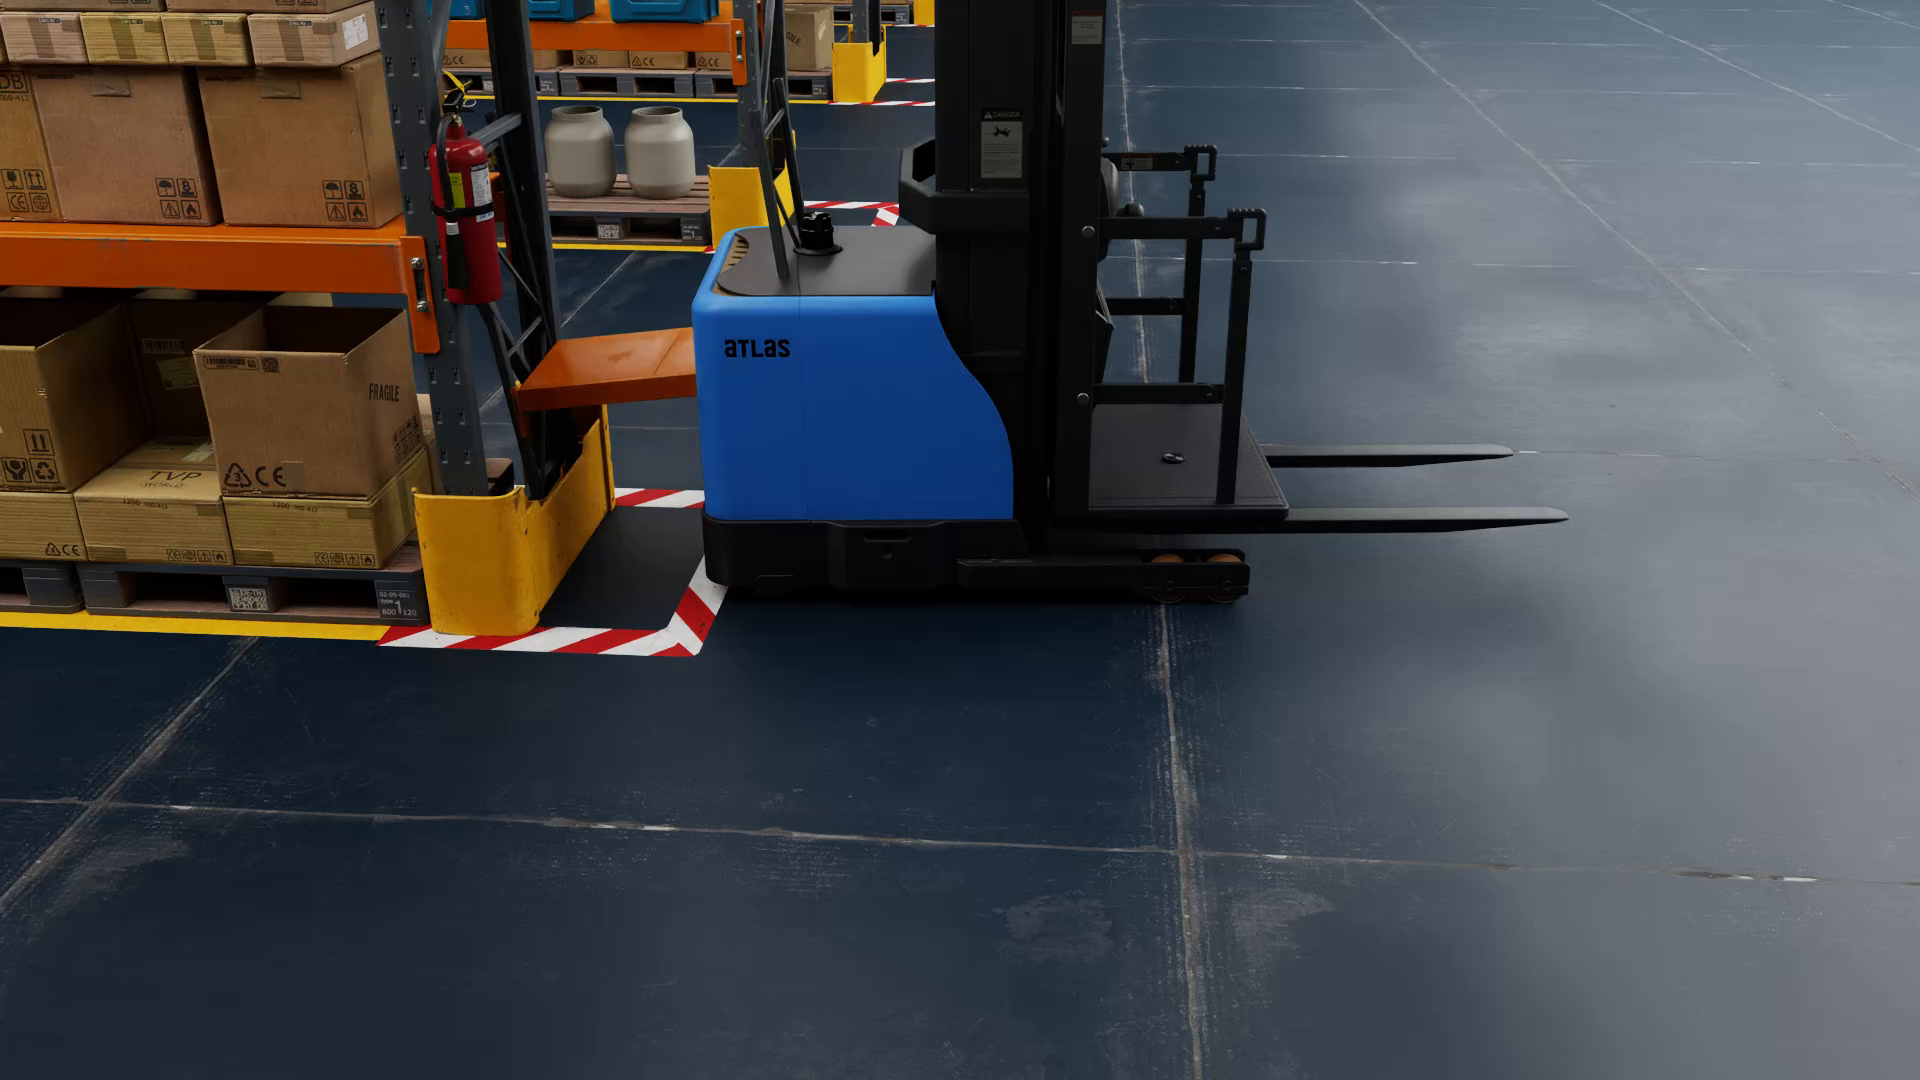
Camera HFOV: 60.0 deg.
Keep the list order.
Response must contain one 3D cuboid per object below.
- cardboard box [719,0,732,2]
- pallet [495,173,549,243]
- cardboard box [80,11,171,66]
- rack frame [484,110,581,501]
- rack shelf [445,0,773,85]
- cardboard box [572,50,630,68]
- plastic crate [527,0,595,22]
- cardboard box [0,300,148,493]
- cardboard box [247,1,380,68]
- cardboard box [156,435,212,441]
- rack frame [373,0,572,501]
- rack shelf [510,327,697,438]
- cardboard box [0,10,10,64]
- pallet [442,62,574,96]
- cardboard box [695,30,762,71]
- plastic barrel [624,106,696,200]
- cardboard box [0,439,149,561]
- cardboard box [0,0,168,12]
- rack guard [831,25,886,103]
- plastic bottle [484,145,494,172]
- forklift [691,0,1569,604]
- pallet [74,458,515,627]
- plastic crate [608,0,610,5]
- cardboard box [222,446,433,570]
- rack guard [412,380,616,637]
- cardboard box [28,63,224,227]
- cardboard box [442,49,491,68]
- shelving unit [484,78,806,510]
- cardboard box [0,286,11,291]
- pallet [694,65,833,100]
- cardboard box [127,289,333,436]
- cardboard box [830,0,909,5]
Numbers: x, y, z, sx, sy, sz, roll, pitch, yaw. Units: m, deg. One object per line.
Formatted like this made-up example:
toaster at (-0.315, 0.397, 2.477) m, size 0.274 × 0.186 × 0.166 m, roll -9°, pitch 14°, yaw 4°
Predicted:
cardboard box at (-2.809, -6.759, 19.351) m, size 0.875 × 0.875 × 0.875 m, roll 2°, pitch 25°, yaw 4°
pallet at (-3.303, -2.138, 10.605) m, size 1.213 × 0.211 × 1.003 m, roll 2°, pitch 25°, yaw 4°
cardboard box at (-2.496, -1.578, 5.157) m, size 0.250 × 0.149 × 0.380 m, roll 1°, pitch 25°, yaw 3°
rack frame at (-1.548, -0.712, 5.888) m, size 0.032 × 1.500 × 0.500 m, roll -5°, pitch 26°, yaw 7°
rack shelf at (-3.195, -3.091, 10.201) m, size 4.000 × 0.370 × 1.077 m, roll 2°, pitch 25°, yaw 4°
cardboard box at (-3.218, -4.569, 15.041) m, size 0.500 × 0.500 × 0.500 m, roll 0°, pitch 25°, yaw -1°
plastic crate at (-2.370, -3.200, 9.756) m, size 0.408 × 0.251 × 0.499 m, roll 2°, pitch 25°, yaw 4°
cardboard box at (-3.140, -0.490, 5.579) m, size 0.500 × 0.500 × 0.500 m, roll 2°, pitch 25°, yaw 4°
cardboard box at (-1.980, -1.562, 5.122) m, size 0.250 × 0.149 × 0.380 m, roll 1°, pitch 25°, yaw 3°
cardboard box at (-2.601, -0.355, 6.182) m, size 0.500 × 0.250 × 0.500 m, roll 2°, pitch 25°, yaw 4°
rack frame at (-1.584, -1.289, 5.425) m, size 0.127 × 3.000 × 1.000 m, roll 2°, pitch 25°, yaw 4°
rack shelf at (-1.022, -0.593, 5.910) m, size 1.000 × 0.185 × 0.538 m, roll -5°, pitch 26°, yaw 7°
cardboard box at (-3.008, -1.595, 5.194) m, size 0.250 × 0.149 × 0.380 m, roll 3°, pitch 25°, yaw 6°
pallet at (-4.138, -4.272, 15.244) m, size 1.213 × 0.211 × 1.003 m, roll 2°, pitch 25°, yaw 4°
cardboard box at (-2.042, -4.505, 14.901) m, size 0.500 × 0.500 × 0.500 m, roll 8°, pitch 26°, yaw 18°
plastic barrel at (-1.863, -2.403, 10.320) m, size 0.421 × 0.512 × 0.421 m, roll 0°, pitch 25°, yaw 0°
cardboard box at (-3.140, -0.151, 5.739) m, size 0.500 × 0.250 × 0.500 m, roll 2°, pitch 25°, yaw 4°
cardboard box at (-2.626, -1.960, 5.212) m, size 0.500 × 0.500 × 0.700 m, roll 1°, pitch 25°, yaw 3°
rack guard at (-0.898, -4.285, 14.925) m, size 0.348 × 0.500 × 1.175 m, roll 2°, pitch 25°, yaw 4°
plastic bottle at (-3.088, -2.473, 10.820) m, size 0.097 × 0.201 × 0.097 m, roll 0°, pitch 25°, yaw 0°
forklift at (0.624, -1.335, 5.608) m, size 3.031 × 2.935 × 1.130 m, roll 0°, pitch 25°, yaw -1°
pallet at (-2.350, -0.029, 6.023) m, size 1.213 × 0.211 × 1.003 m, roll 2°, pitch 25°, yaw 4°
plastic crate at (-2.069, -3.396, 10.320) m, size 0.250 × 0.136 × 0.298 m, roll 2°, pitch 25°, yaw 4°
cardboard box at (-2.141, -0.125, 5.681) m, size 0.500 × 0.250 × 0.500 m, roll 2°, pitch 25°, yaw 4°
rack guard at (-1.560, -0.153, 5.946) m, size 0.348 × 0.500 × 1.175 m, roll 2°, pitch 25°, yaw 4°
cardboard box at (-2.573, -1.370, 5.480) m, size 0.500 × 0.500 × 0.700 m, roll 2°, pitch 25°, yaw 5°
cardboard box at (-4.415, -4.571, 15.046) m, size 0.500 × 0.500 × 0.500 m, roll 1°, pitch 25°, yaw 2°
shelving unit at (-1.053, -0.752, 5.832) m, size 1.083 × 1.500 × 0.587 m, roll -5°, pitch 26°, yaw 7°
cardboard box at (-3.597, -0.730, 6.101) m, size 0.500 × 0.500 × 0.500 m, roll 2°, pitch 25°, yaw 4°
pallet at (-1.705, -4.194, 15.074) m, size 1.213 × 0.211 × 1.003 m, roll 2°, pitch 25°, yaw 4°
cardboard box at (-2.600, -0.696, 6.027) m, size 0.500 × 0.500 × 0.500 m, roll 2°, pitch 25°, yaw 4°
cardboard box at (-1.023, -6.701, 19.227) m, size 0.875 × 0.875 × 0.875 m, roll 2°, pitch 25°, yaw 4°
